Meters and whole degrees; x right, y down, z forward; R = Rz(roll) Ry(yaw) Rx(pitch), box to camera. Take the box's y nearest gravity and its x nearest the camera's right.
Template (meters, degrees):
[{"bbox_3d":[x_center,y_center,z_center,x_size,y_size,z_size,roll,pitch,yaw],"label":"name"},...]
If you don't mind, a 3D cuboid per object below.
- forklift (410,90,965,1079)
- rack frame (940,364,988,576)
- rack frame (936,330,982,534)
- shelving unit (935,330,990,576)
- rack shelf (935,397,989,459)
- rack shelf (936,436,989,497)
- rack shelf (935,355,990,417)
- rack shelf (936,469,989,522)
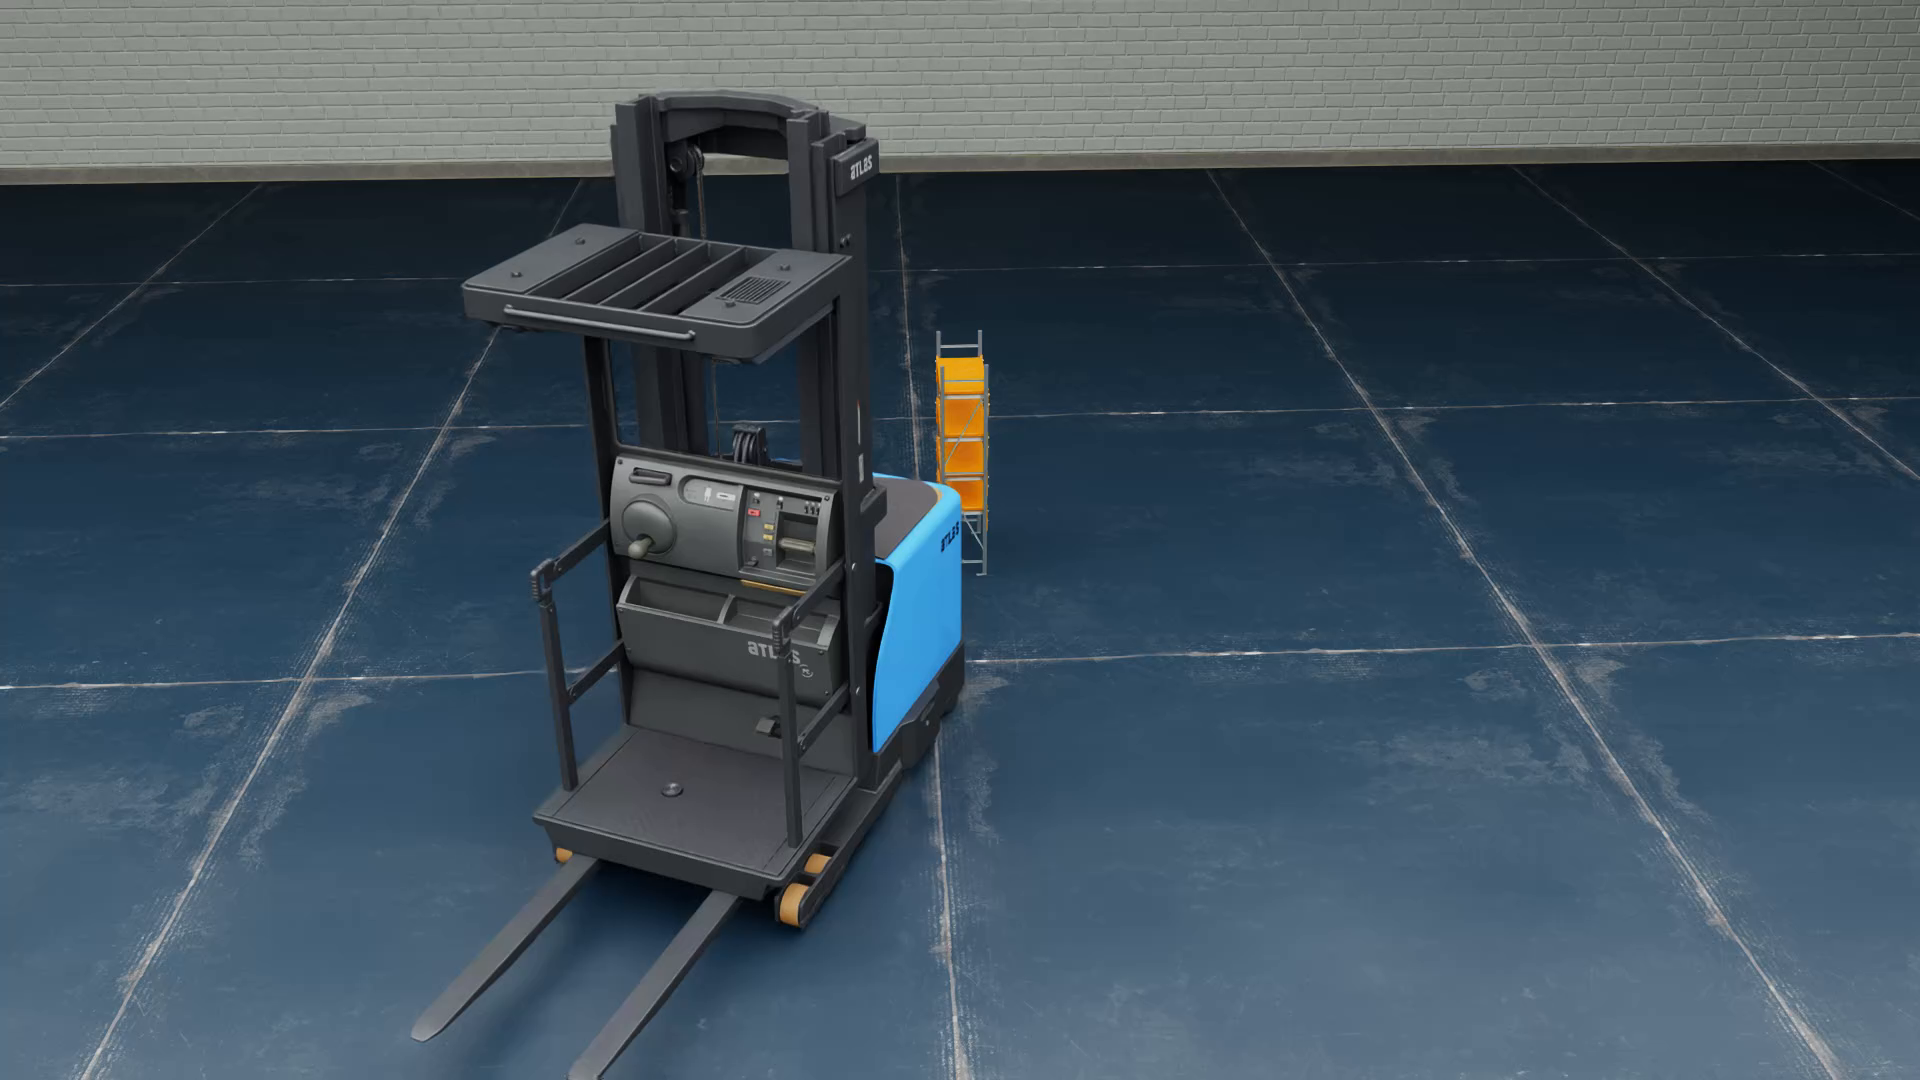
[{"bbox_3d":[-0.986,-0.032,6.141,1.130,2.935,3.031,10,29,19],"label":"forklift"},{"bbox_3d":[0.021,-0.343,8.610,0.240,1.200,0.015,-1,28,-3],"label":"rack frame"},{"bbox_3d":[-0.004,-0.568,9.042,0.240,1.200,0.015,-1,28,-3],"label":"rack frame"},{"bbox_3d":[0.009,-0.456,8.826,0.258,1.200,0.503,-1,28,-3],"label":"shelving unit"},{"bbox_3d":[0.009,-0.594,8.754,0.258,0.148,0.480,-1,28,-3],"label":"rack shelf"},{"bbox_3d":[0.009,-0.396,8.857,0.258,0.148,0.480,-1,28,-3],"label":"rack shelf"},{"bbox_3d":[0.009,-0.804,8.644,0.258,0.148,0.480,-1,28,-3],"label":"rack shelf"},{"bbox_3d":[0.009,-0.220,8.949,0.258,0.148,0.480,-1,28,-3],"label":"rack shelf"}]
